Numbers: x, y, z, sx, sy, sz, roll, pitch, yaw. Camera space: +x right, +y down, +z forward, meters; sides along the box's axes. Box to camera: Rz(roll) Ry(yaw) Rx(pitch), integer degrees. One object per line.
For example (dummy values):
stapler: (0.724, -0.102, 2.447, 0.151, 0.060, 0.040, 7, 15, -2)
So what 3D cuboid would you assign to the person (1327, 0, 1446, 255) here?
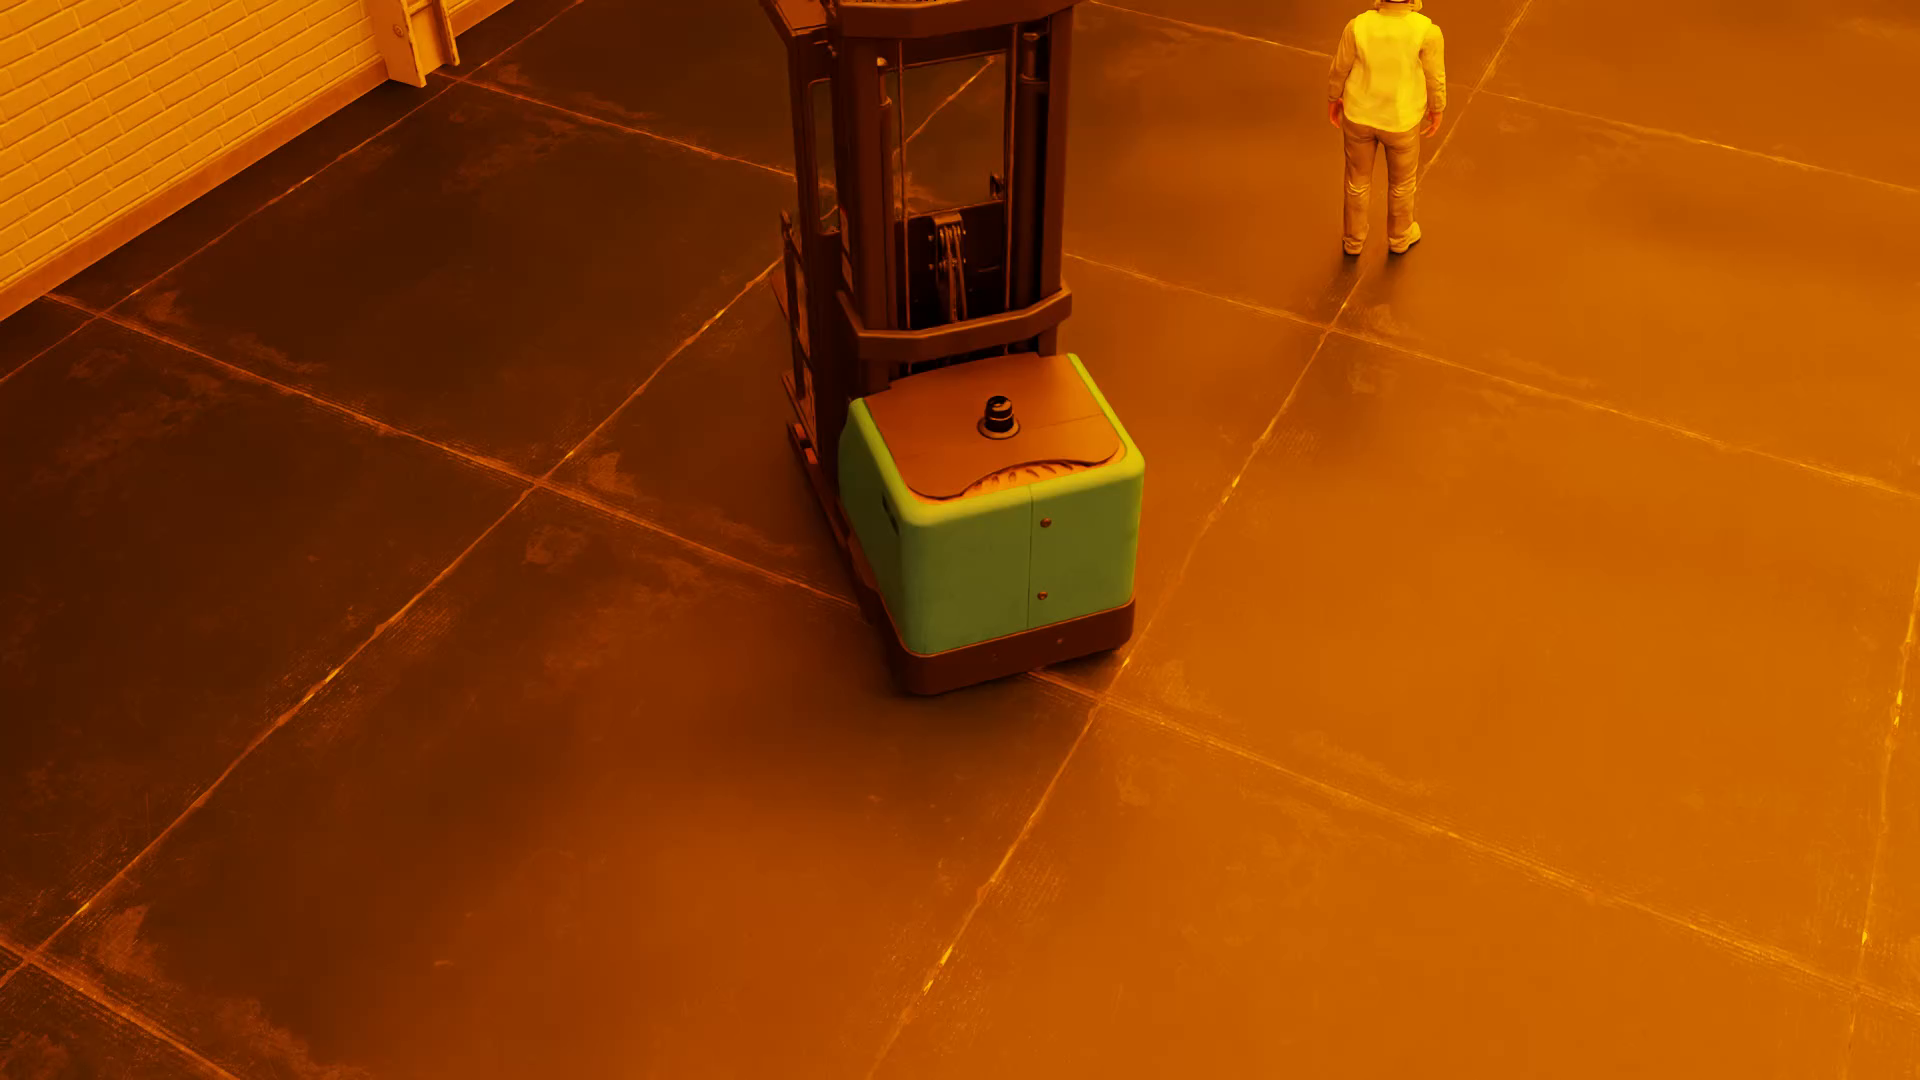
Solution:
person: (2.302, -2.346, 8.976, 0.632, 1.773, 0.569, 15, 45, 15)

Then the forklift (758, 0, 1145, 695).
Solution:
forklift: (-0.212, -1.439, 7.181, 1.130, 2.935, 3.031, -13, 45, -14)
